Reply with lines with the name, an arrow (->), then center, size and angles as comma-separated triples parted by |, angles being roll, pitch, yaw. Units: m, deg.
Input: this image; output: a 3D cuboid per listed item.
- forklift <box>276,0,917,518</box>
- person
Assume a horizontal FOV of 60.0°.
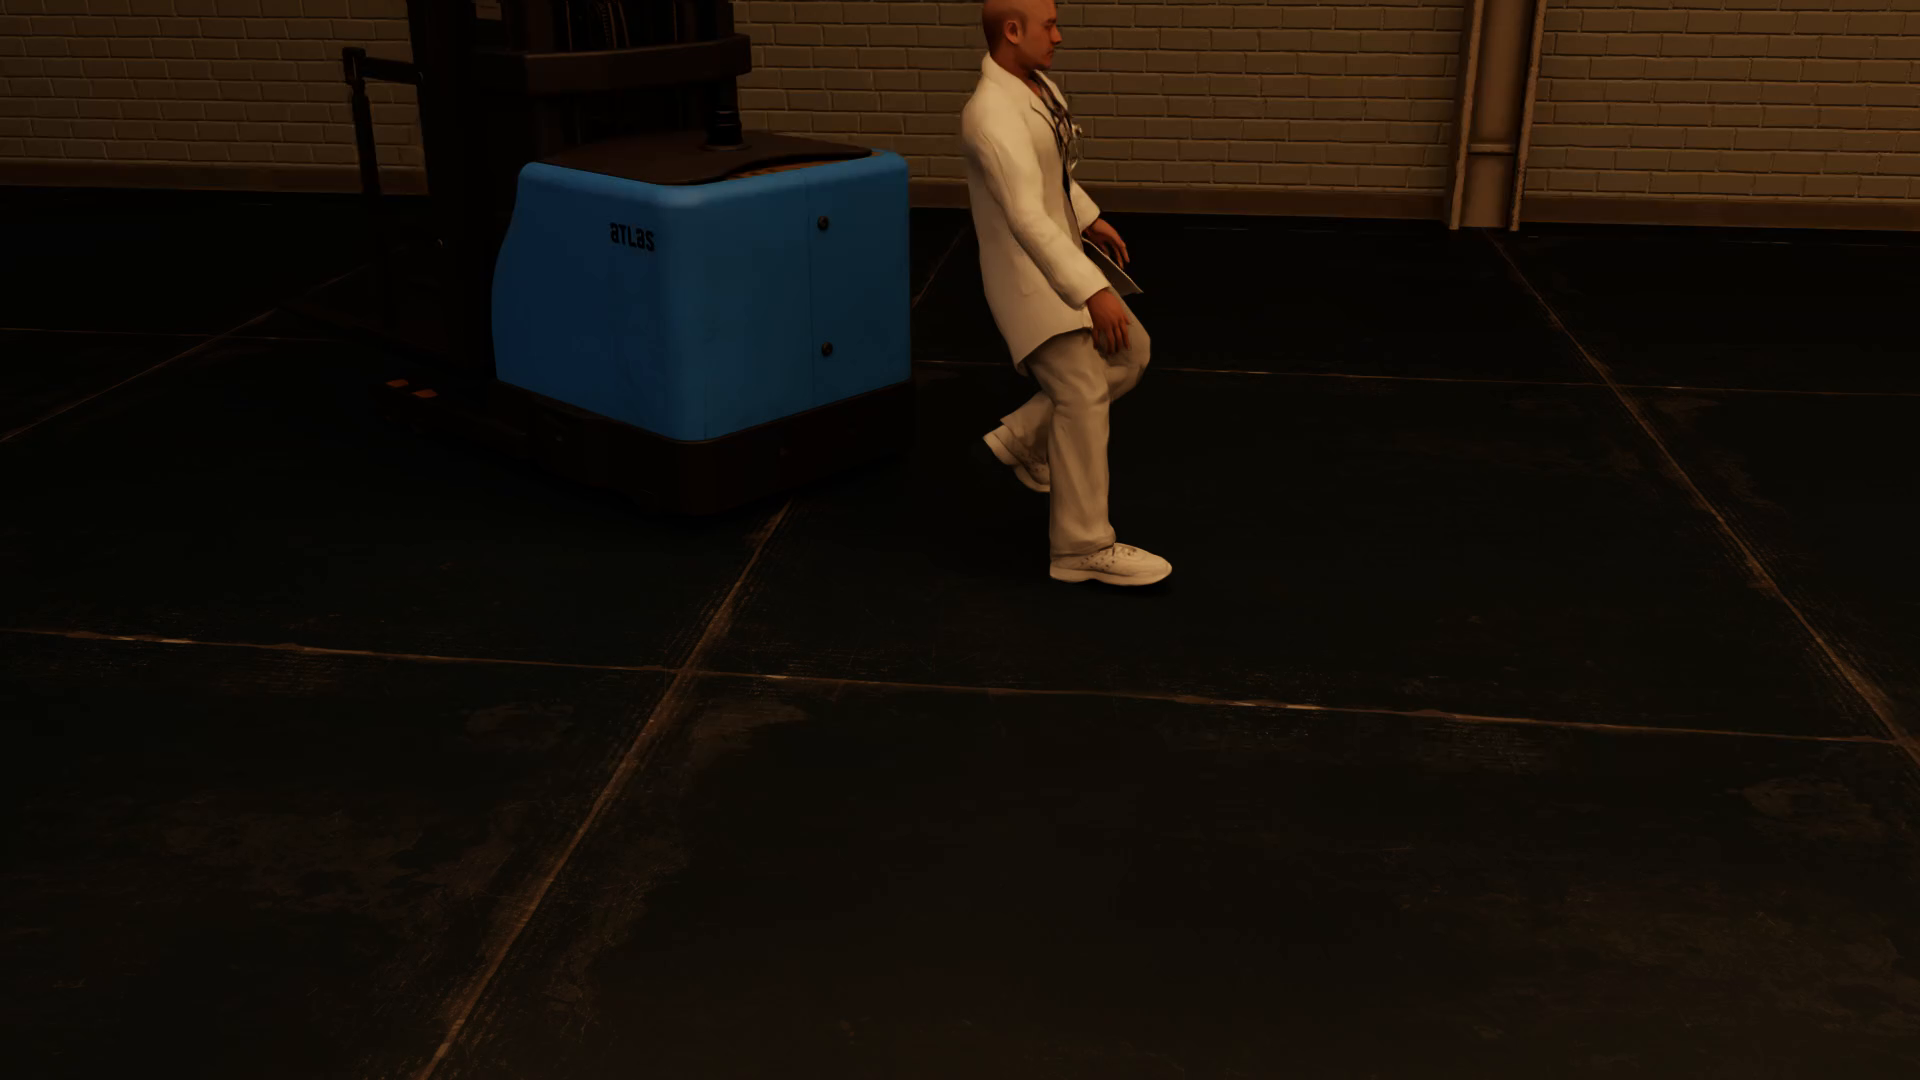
forklift -> -1.580, -1.877, 5.915 | 3.031, 2.935, 1.130 | 19, 29, 39
person -> 0.357, -0.777, 4.886 | 0.708, 1.661, 0.790 | 6, 23, 14
